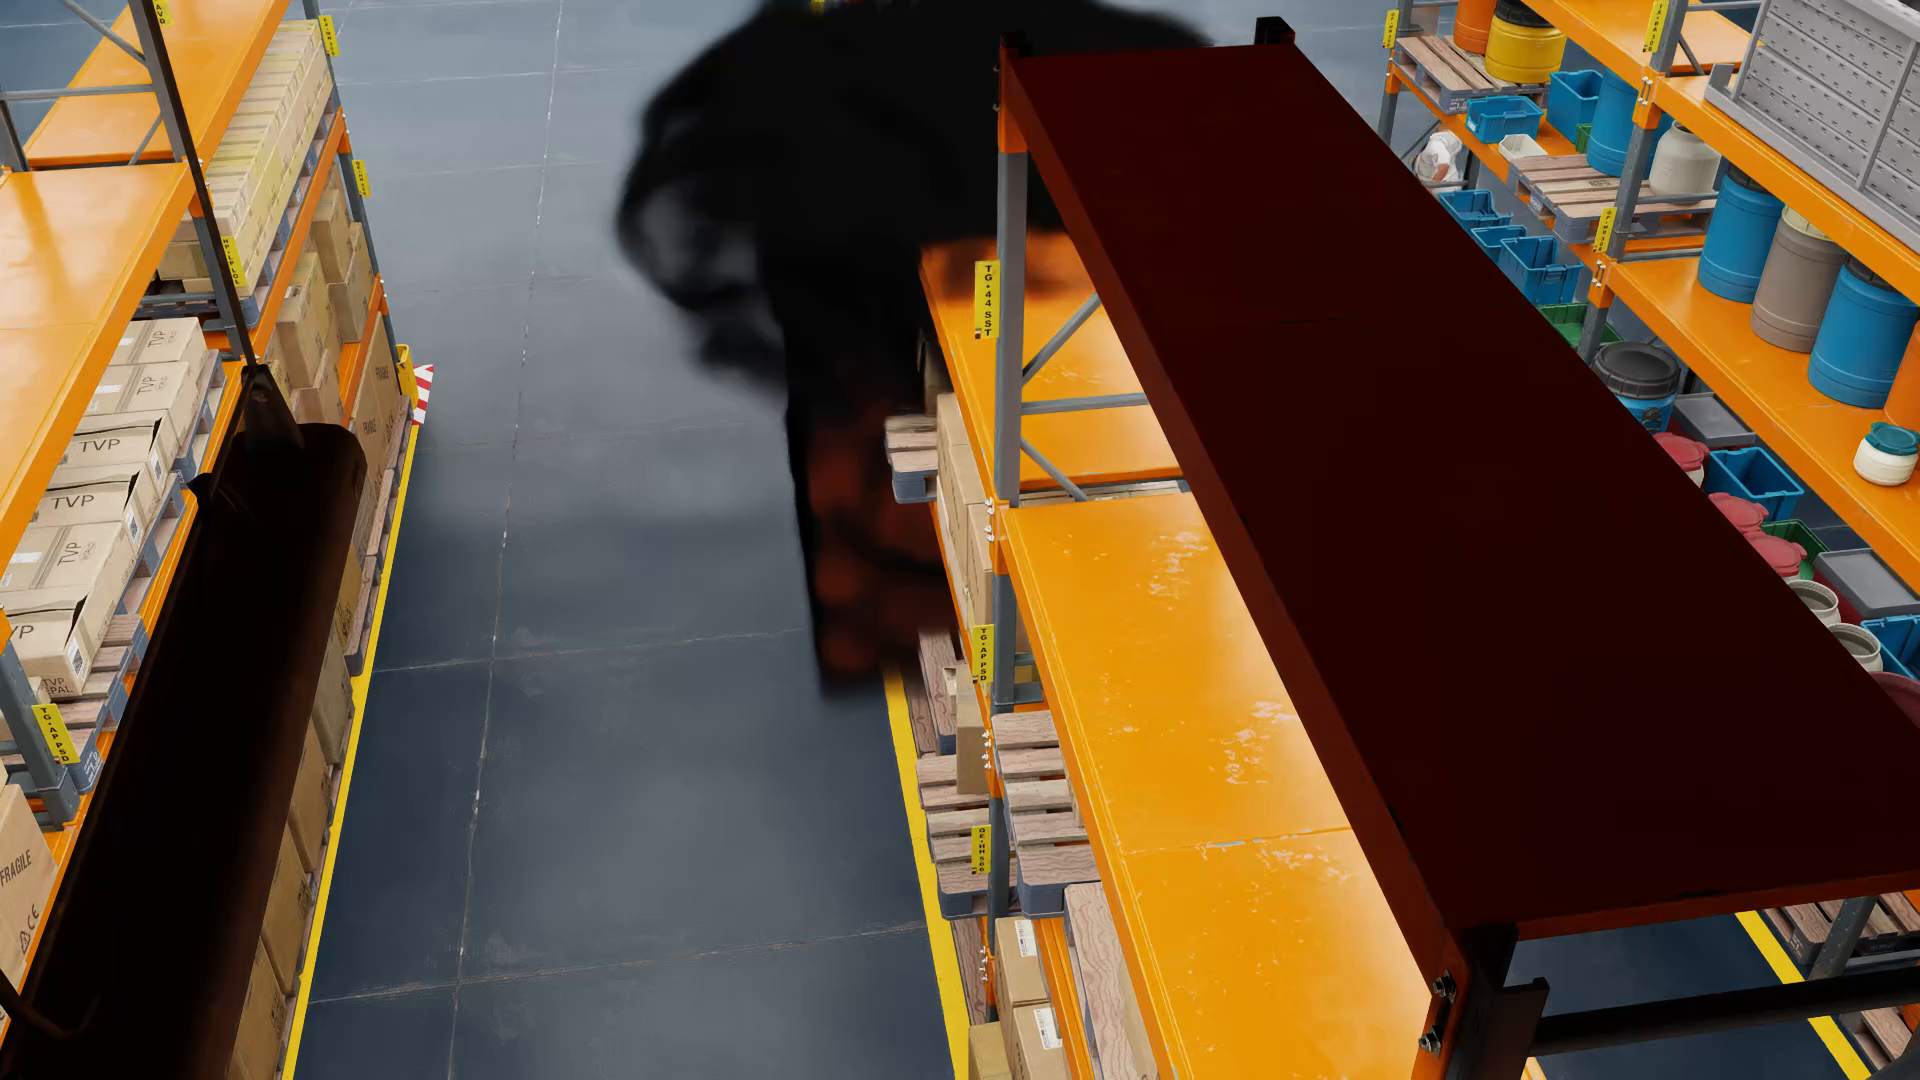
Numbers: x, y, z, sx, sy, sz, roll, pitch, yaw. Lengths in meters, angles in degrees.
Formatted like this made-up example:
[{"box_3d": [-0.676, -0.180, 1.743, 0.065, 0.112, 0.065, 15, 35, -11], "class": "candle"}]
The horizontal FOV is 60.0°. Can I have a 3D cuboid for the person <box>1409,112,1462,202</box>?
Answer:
[{"box_3d": [4.773, -3.497, 16.724, 0.855, 1.820, 0.700, 28, 45, 32], "class": "person"}]
